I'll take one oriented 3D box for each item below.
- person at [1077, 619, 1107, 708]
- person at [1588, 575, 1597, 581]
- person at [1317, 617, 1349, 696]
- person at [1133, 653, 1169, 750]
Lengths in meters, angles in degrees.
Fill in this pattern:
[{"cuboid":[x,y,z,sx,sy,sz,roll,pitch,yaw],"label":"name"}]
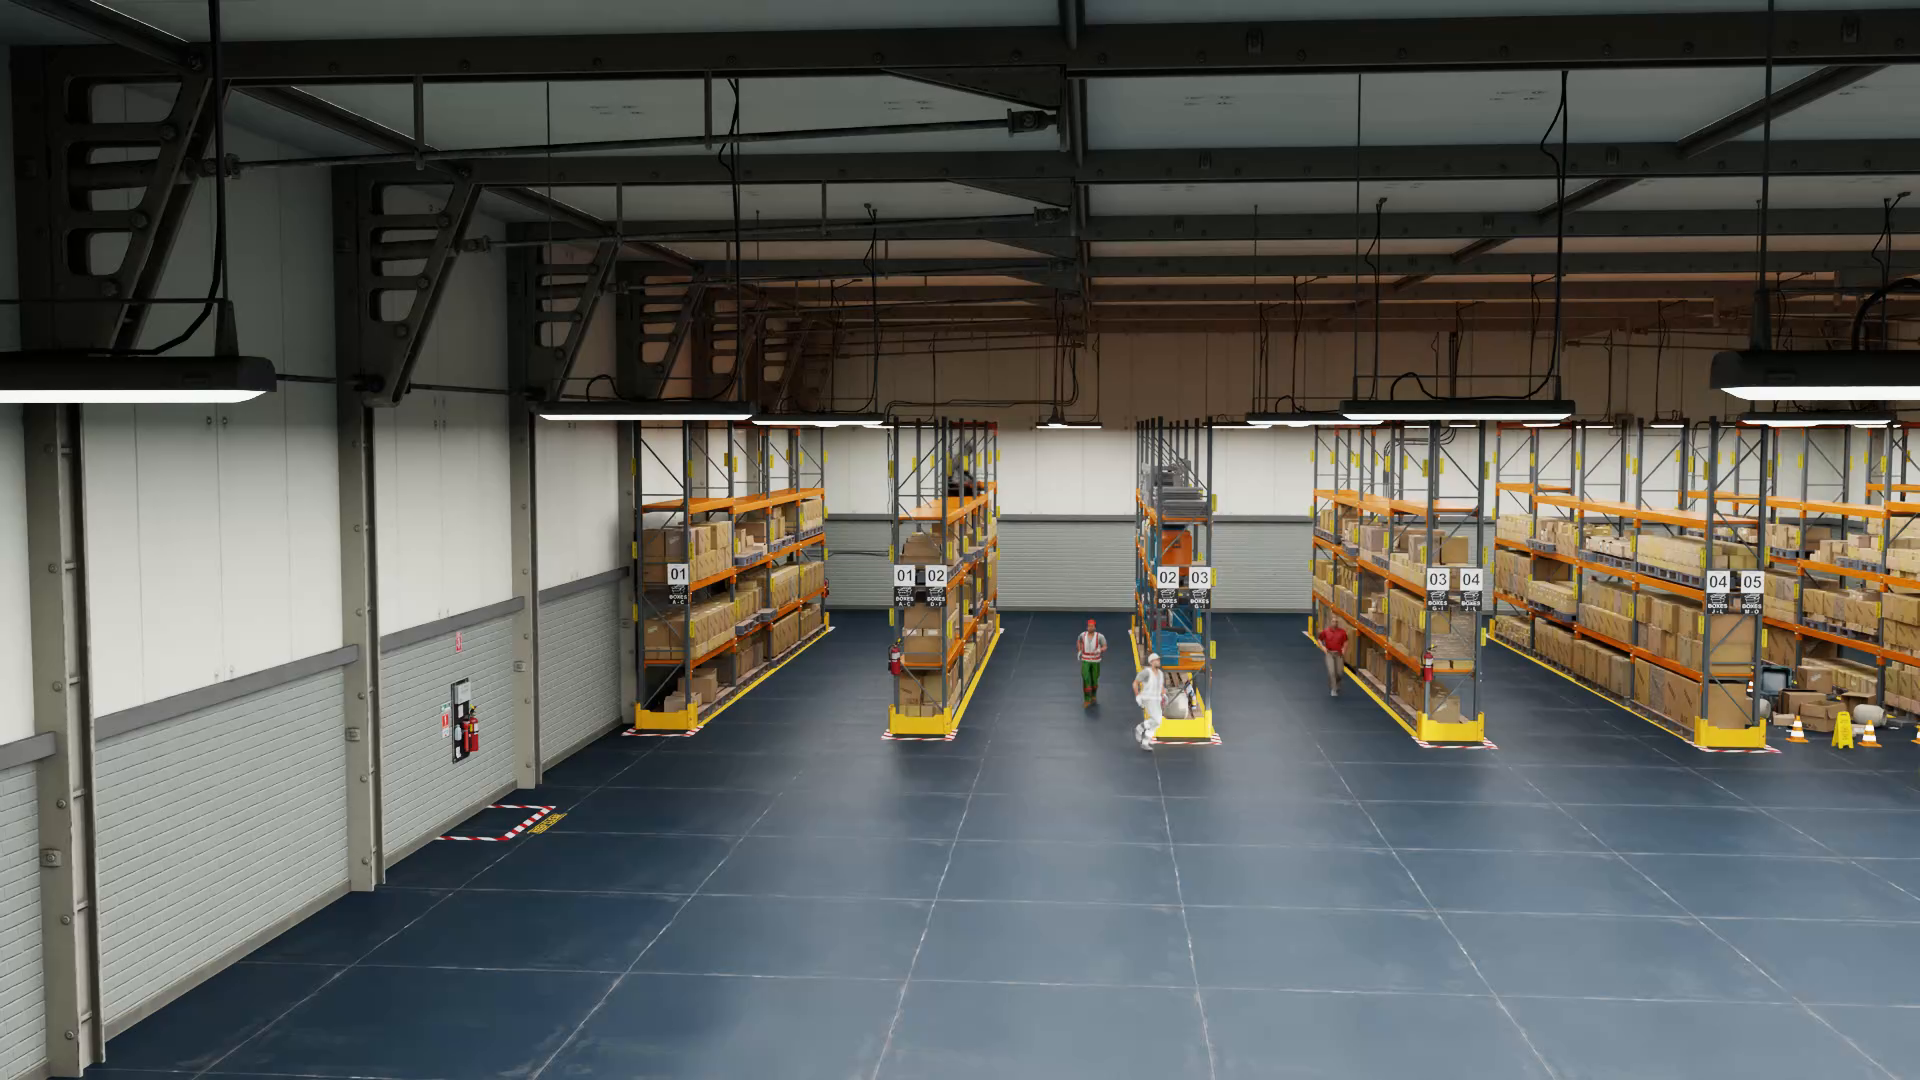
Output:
[{"cuboid":[2.757,2.567,34.719,0.638,1.841,0.810,0,4,7],"label":"person"},{"cuboid":[18.010,1.812,47.412,0.549,1.638,0.576,0,4,7],"label":"person"},{"cuboid":[8.102,2.520,36.138,0.660,1.692,0.673,0,4,5],"label":"person"},{"cuboid":[3.498,2.909,29.983,0.715,1.710,0.540,-3,5,-41],"label":"person"}]
